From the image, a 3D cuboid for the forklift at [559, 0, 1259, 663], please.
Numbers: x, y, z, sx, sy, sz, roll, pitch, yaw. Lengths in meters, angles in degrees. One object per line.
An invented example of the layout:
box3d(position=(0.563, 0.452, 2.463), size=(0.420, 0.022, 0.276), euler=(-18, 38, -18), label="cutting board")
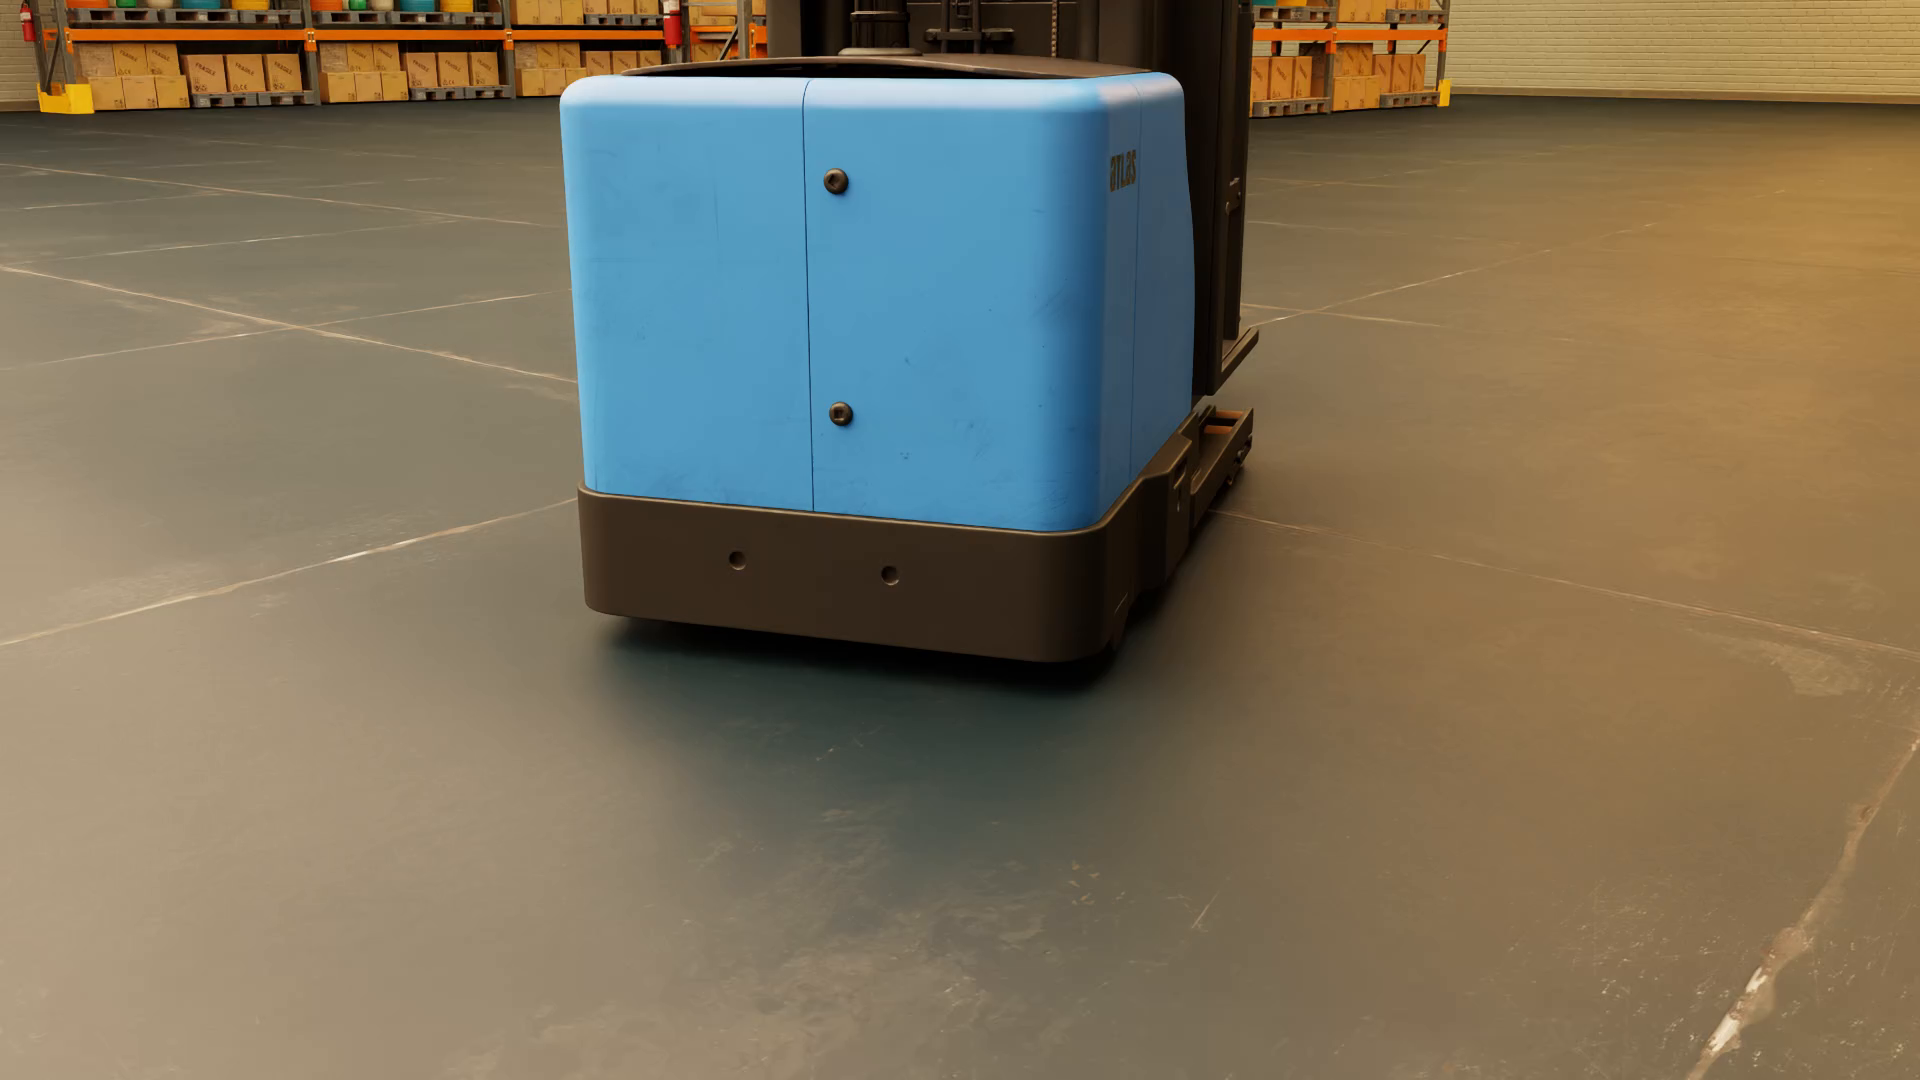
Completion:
box3d(position=(0.182, -1.571, 4.072), size=(1.130, 2.935, 3.031), euler=(5, 18, 17), label="forklift")
